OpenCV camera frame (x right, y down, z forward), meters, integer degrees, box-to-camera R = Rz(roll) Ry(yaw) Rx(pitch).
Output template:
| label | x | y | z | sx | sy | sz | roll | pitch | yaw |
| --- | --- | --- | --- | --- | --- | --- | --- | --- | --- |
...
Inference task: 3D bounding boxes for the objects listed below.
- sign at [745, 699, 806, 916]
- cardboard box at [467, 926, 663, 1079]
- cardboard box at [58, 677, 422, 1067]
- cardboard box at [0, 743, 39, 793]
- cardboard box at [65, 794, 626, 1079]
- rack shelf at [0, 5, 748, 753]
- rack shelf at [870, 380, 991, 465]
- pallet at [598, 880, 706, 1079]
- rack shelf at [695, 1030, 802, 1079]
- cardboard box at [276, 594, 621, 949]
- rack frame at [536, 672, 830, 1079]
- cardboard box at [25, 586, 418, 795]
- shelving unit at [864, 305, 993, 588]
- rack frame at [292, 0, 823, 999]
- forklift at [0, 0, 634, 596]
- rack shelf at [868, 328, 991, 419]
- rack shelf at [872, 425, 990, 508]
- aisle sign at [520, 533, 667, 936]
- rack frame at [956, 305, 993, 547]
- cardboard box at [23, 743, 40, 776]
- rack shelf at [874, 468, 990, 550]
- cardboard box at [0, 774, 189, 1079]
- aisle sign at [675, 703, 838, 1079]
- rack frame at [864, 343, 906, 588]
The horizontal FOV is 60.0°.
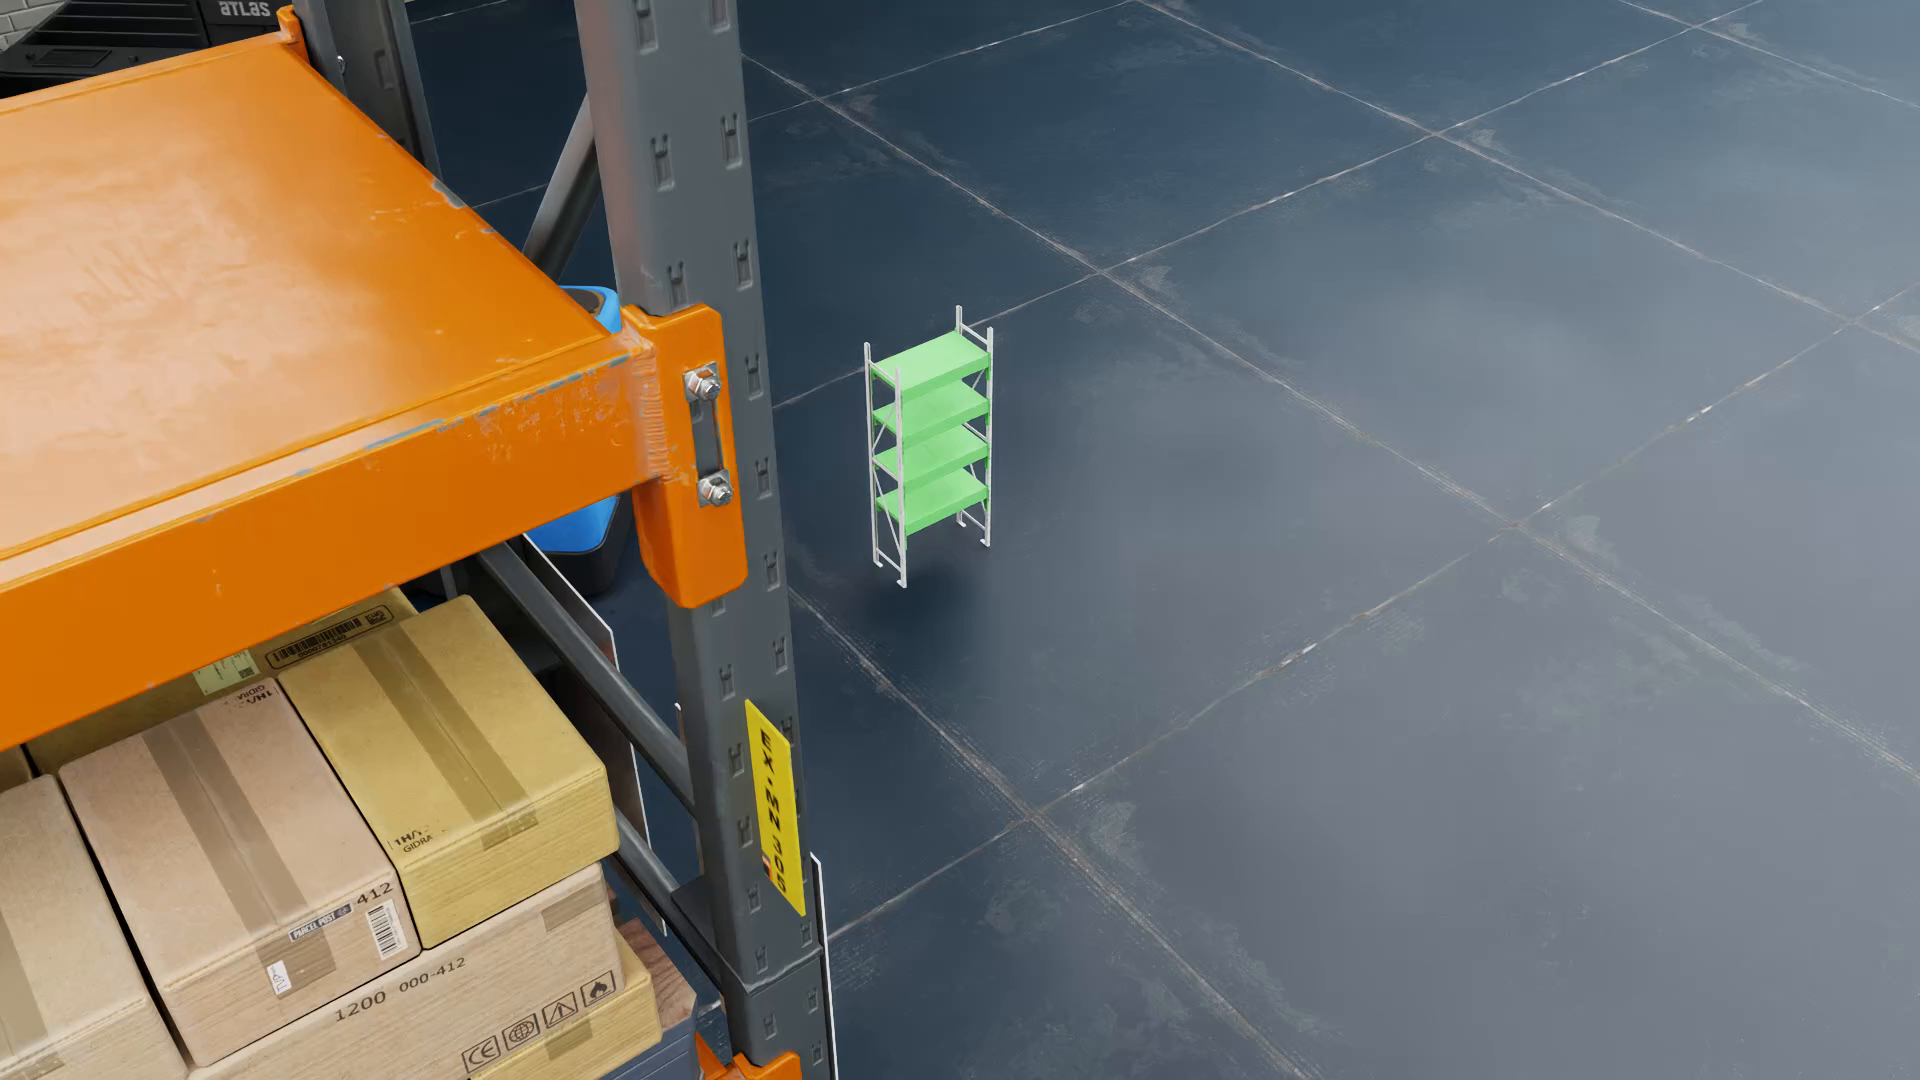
| label | x | y | z | sx | sy | sz | roll | pitch | yaw |
| --- | --- | --- | --- | --- | --- | --- | --- | --- | --- |
| sign | -0.234 | 0.342 | 2.101 | 0.005 | 0.325 | 0.100 | -26 | 46 | -28 |
| cardboard box | -0.611 | 0.570 | 2.246 | 0.250 | 0.149 | 0.380 | -26 | 46 | -28 |
| cardboard box | -0.813 | 0.360 | 1.874 | 0.250 | 0.149 | 0.380 | -26 | 46 | -28 |
| cardboard box | -1.494 | 0.372 | 2.174 | 0.500 | 0.250 | 0.500 | -27 | 46 | -29 |
| cardboard box | -0.771 | 0.447 | 2.082 | 0.500 | 0.250 | 0.500 | -25 | 46 | -28 |
| rack shelf | -2.139 | 0.421 | 1.157 | 4.000 | 0.370 | 1.077 | -26 | 46 | -28 |
| rack shelf | -0.131 | -0.536 | 7.313 | 0.480 | 0.148 | 0.258 | -26 | 46 | -28 |
| pallet | -1.135 | 0.702 | 2.368 | 1.213 | 0.211 | 1.003 | -26 | 46 | -28 |
| rack shelf | -2.139 | 1.426 | 1.982 | 4.000 | 0.370 | 1.077 | -26 | 46 | -28 |
| cardboard box | -0.614 | 0.264 | 1.991 | 0.250 | 0.149 | 0.380 | -26 | 46 | -28 |
| rack frame | -0.554 | 1.535 | 3.647 | 0.127 | 3.000 | 1.000 | -26 | 46 | -28 |
| cardboard box | -1.093 | 0.175 | 2.414 | 0.500 | 0.250 | 0.500 | -26 | 46 | -28 |
| shelving unit | -0.131 | -0.400 | 7.425 | 0.503 | 1.200 | 0.258 | -26 | 46 | -28 |
| rack frame | -0.554 | -0.784 | 1.745 | 0.127 | 3.000 | 1.000 | -26 | 46 | -28 |
| forklift | -3.066 | -1.213 | 7.052 | 3.031 | 2.935 | 1.130 | 2 | 39 | 3 |
| rack shelf | -0.131 | -0.722 | 7.161 | 0.480 | 0.148 | 0.258 | -26 | 46 | -28 |
| rack shelf | -0.131 | -0.351 | 7.466 | 0.480 | 0.148 | 0.258 | -26 | 46 | -28 |
| aisle sign | -0.680 | 0.352 | 3.040 | 0.004 | 0.787 | 0.394 | -26 | 46 | -28 |
| rack frame | 0.062 | -0.494 | 7.540 | 0.015 | 1.200 | 0.240 | -26 | 46 | -28 |
| cardboard box | -1.421 | 0.438 | 2.407 | 0.250 | 0.149 | 0.380 | -26 | 46 | -28 |
| rack shelf | -0.131 | -0.165 | 7.618 | 0.480 | 0.148 | 0.258 | -26 | 46 | -28 |
| cardboard box | -1.016 | 0.459 | 1.754 | 0.250 | 0.149 | 0.380 | -25 | 46 | -27 |
| aisle sign | -0.315 | 0.653 | 2.672 | 0.004 | 0.787 | 0.394 | -26 | 46 | -28 |
| rack frame | -0.325 | -0.306 | 7.310 | 0.015 | 1.200 | 0.240 | -26 | 46 | -28 |
